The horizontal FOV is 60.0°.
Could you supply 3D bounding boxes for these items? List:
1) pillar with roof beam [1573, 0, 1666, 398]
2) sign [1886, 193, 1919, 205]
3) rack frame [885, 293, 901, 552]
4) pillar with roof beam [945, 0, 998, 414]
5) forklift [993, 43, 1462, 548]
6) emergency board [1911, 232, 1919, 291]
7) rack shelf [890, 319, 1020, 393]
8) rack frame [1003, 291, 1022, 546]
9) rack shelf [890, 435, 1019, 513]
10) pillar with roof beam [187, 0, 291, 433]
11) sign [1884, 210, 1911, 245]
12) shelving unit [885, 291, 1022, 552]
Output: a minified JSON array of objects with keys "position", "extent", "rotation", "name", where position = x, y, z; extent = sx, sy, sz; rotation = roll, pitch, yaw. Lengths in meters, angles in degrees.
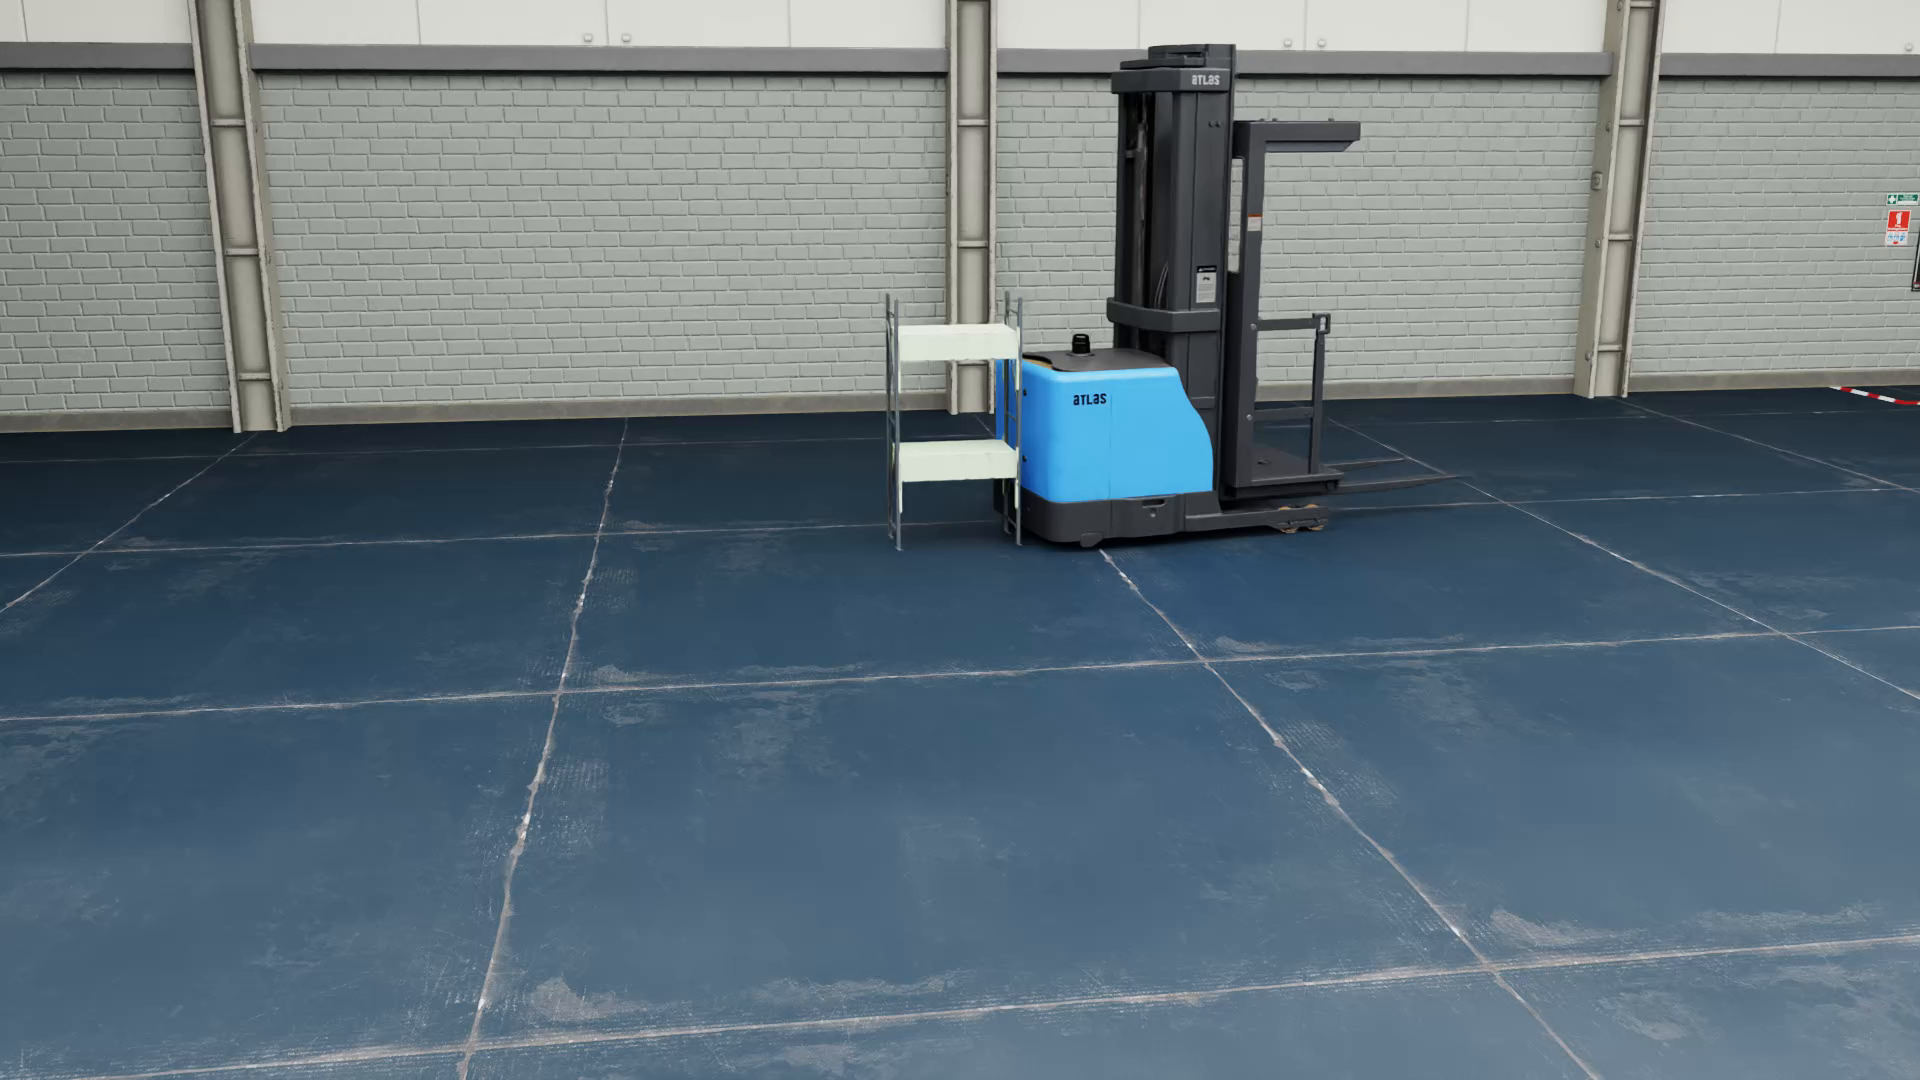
[{"position":[6.668,-4.696,10.447],"extent":[0.400,9.000,9.100],"rotation":[-2,14,-8],"name":"pillar with roof beam"},{"position":[8.954,-3.236,15.795],"extent":[0.331,0.109,0.001],"rotation":[-2,14,-8],"name":"sign"},{"position":[-0.402,-0.706,9.953],"extent":[0.023,1.500,0.400],"rotation":[-3,14,-10],"name":"rack frame"},{"position":[0.735,-4.478,9.580],"extent":[0.400,9.000,9.100],"rotation":[-2,14,-8],"name":"pillar with roof beam"},{"position":[1.787,-1.577,10.483],"extent":[3.031,2.935,1.130],"rotation":[-5,15,-20],"name":"forklift"},{"position":[9.499,-2.963,15.868],"extent":[0.626,1.169,0.157],"rotation":[-2,14,-8],"name":"emergency board"},{"position":[-0.042,-1.100,9.922],"extent":[0.720,0.370,0.431],"rotation":[-3,14,-10],"name":"rack shelf"},{"position":[0.318,-0.738,10.080],"extent":[0.023,1.500,0.400],"rotation":[-3,14,-10],"name":"rack frame"},{"position":[-0.042,-0.406,10.096],"extent":[0.720,0.370,0.431],"rotation":[-3,14,-10],"name":"rack shelf"},{"position":[-5.198,-4.261,8.713],"extent":[0.400,9.000,9.100],"rotation":[-2,14,-8],"name":"pillar with roof beam"},{"position":[8.948,-2.981,15.867],"extent":[0.234,0.329,0.001],"rotation":[-2,14,-8],"name":"sign"},{"position":[-0.042,-0.722,10.017],"extent":[0.755,1.500,0.431],"rotation":[-3,14,-10],"name":"shelving unit"}]
